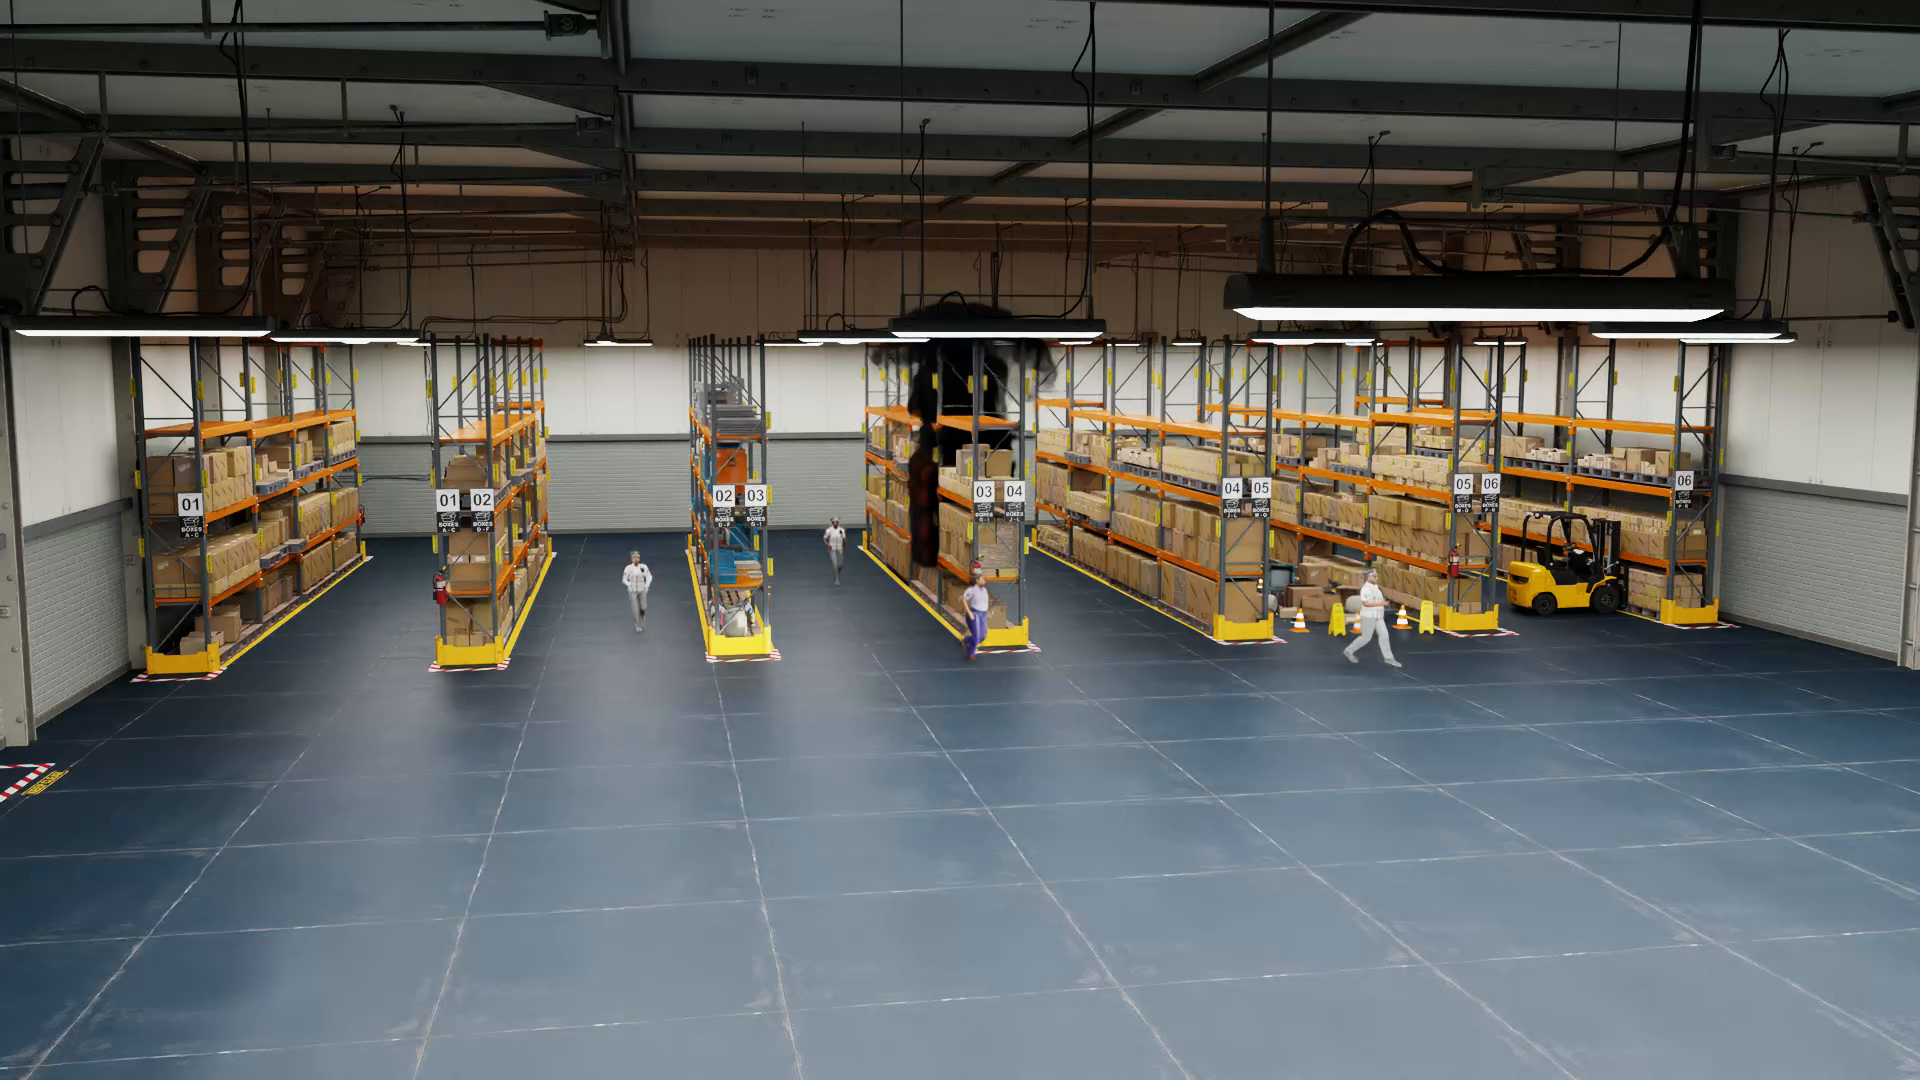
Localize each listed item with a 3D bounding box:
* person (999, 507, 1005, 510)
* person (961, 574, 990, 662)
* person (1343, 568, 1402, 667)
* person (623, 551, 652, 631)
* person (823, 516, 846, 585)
[{"bbox_3d":[1.288,-0.415,46.365,0.689,1.775,0.721,-1,7,-5],"label":"person"},{"bbox_3d":[0.288,1.423,30.851,0.644,1.599,0.554,-6,9,-44],"label":"person"},{"bbox_3d":[7.484,1.385,30.090,1.036,1.768,0.671,5,8,38],"label":"person"},{"bbox_3d":[-6.523,1.044,33.672,0.589,1.647,0.528,-2,7,-13],"label":"person"},{"bbox_3d":[-3.060,0.239,40.692,0.587,1.672,0.580,-2,7,-17],"label":"person"}]
